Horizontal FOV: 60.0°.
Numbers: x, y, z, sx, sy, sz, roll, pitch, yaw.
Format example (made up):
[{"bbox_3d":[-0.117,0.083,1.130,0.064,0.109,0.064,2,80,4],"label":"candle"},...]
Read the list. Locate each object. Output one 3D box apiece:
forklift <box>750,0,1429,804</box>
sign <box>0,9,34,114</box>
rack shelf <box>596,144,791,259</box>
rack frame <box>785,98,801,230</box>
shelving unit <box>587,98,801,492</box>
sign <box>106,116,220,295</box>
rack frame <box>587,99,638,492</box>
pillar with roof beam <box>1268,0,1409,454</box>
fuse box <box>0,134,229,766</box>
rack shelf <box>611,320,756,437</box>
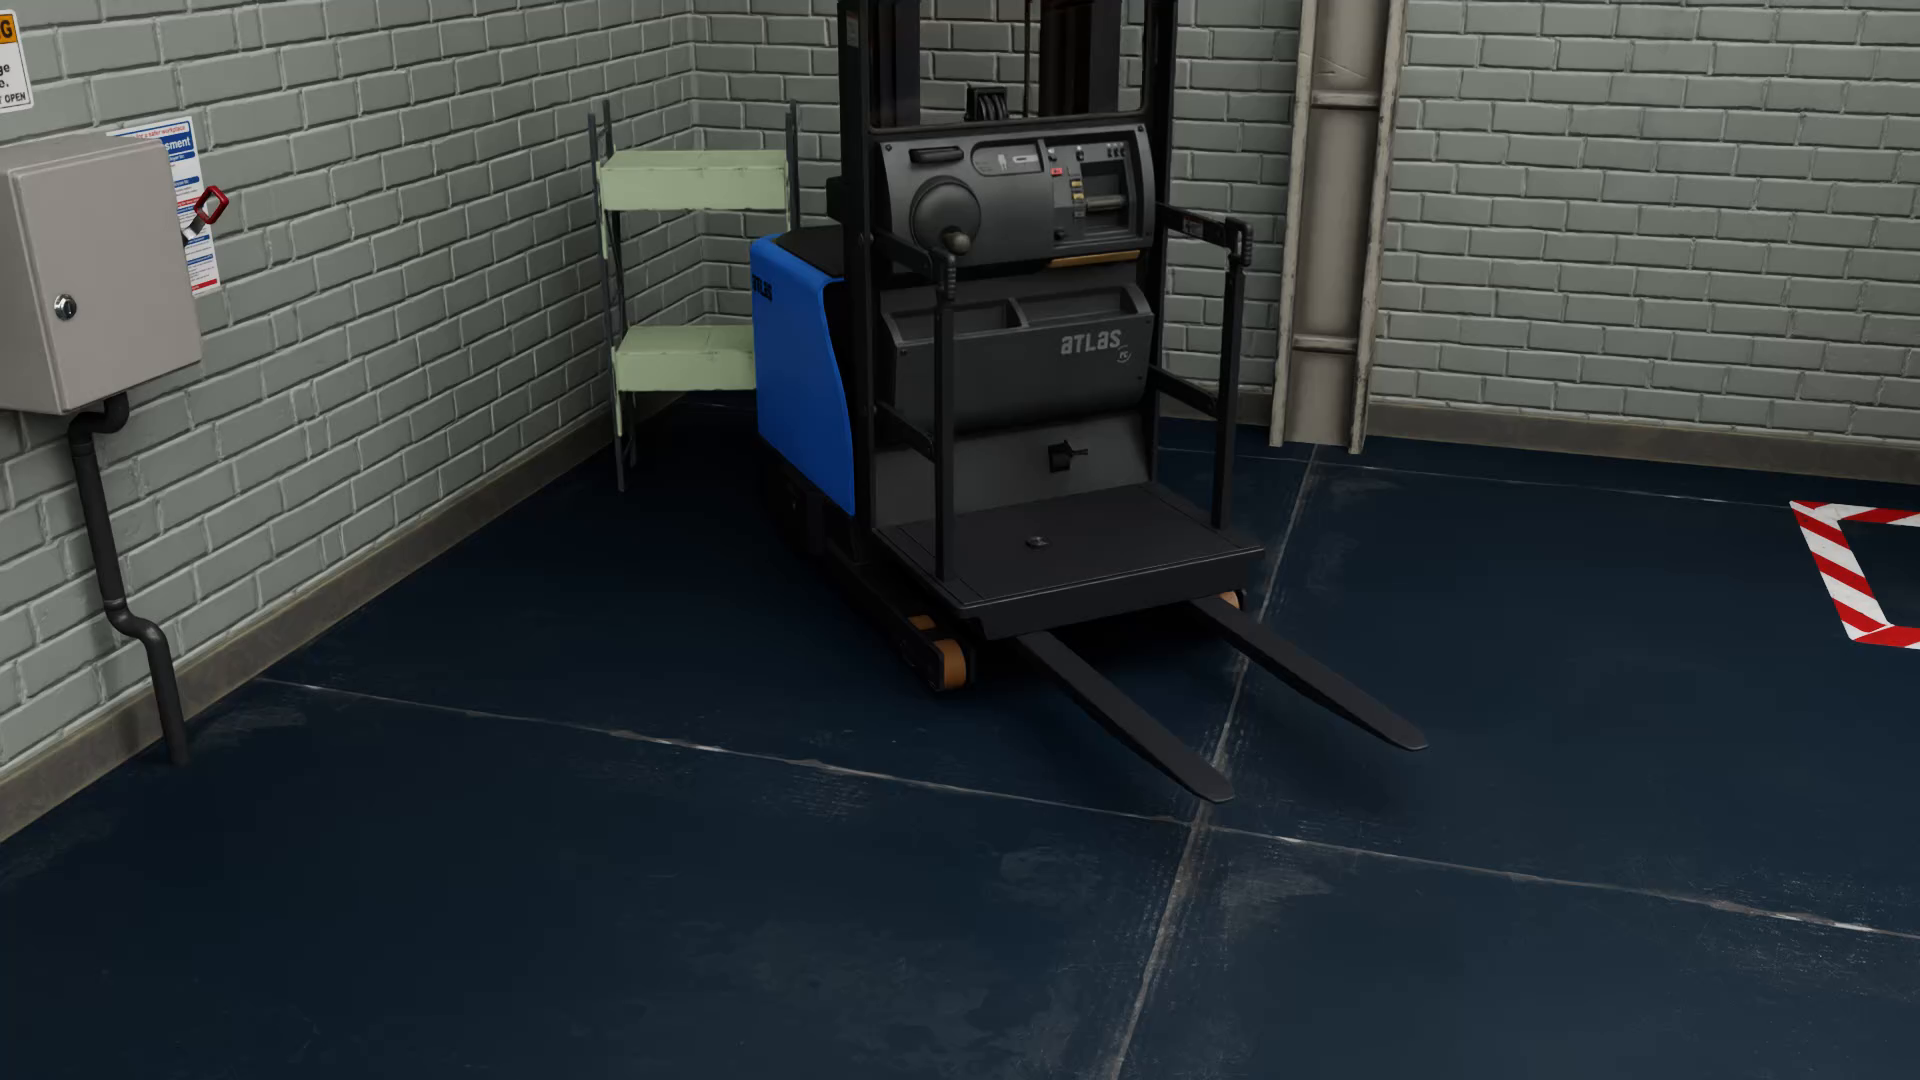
[{"bbox_3d":[0.286,-1.075,5.029,1.130,2.935,3.031,-10,24,-23],"label":"forklift"},{"bbox_3d":[-2.399,-1.149,4.030,0.001,0.242,0.339,7,23,16],"label":"sign"},{"bbox_3d":[-1.016,-1.332,6.512,0.720,0.370,0.431,-1,22,-2],"label":"rack shelf"},{"bbox_3d":[-0.651,-0.977,6.675,0.023,1.500,0.400,-1,22,-2],"label":"rack frame"},{"bbox_3d":[-1.016,-0.971,6.660,0.755,1.500,0.431,-1,22,-2],"label":"shelving unit"},{"bbox_3d":[-2.240,-0.923,4.692,0.001,0.494,0.329,7,23,16],"label":"sign"},{"bbox_3d":[-1.382,-0.964,6.645,0.023,1.500,0.400,-1,22,-2],"label":"rack frame"},{"bbox_3d":[0.340,-3.046,1.838,0.400,9.000,9.100,7,23,16],"label":"pillar with roof beam"},{"bbox_3d":[-2.185,-0.168,4.425,0.414,1.711,0.539,7,23,16],"label":"fuse box"},{"bbox_3d":[-1.016,-0.669,6.784,0.720,0.370,0.431,-1,22,-2],"label":"rack shelf"}]
